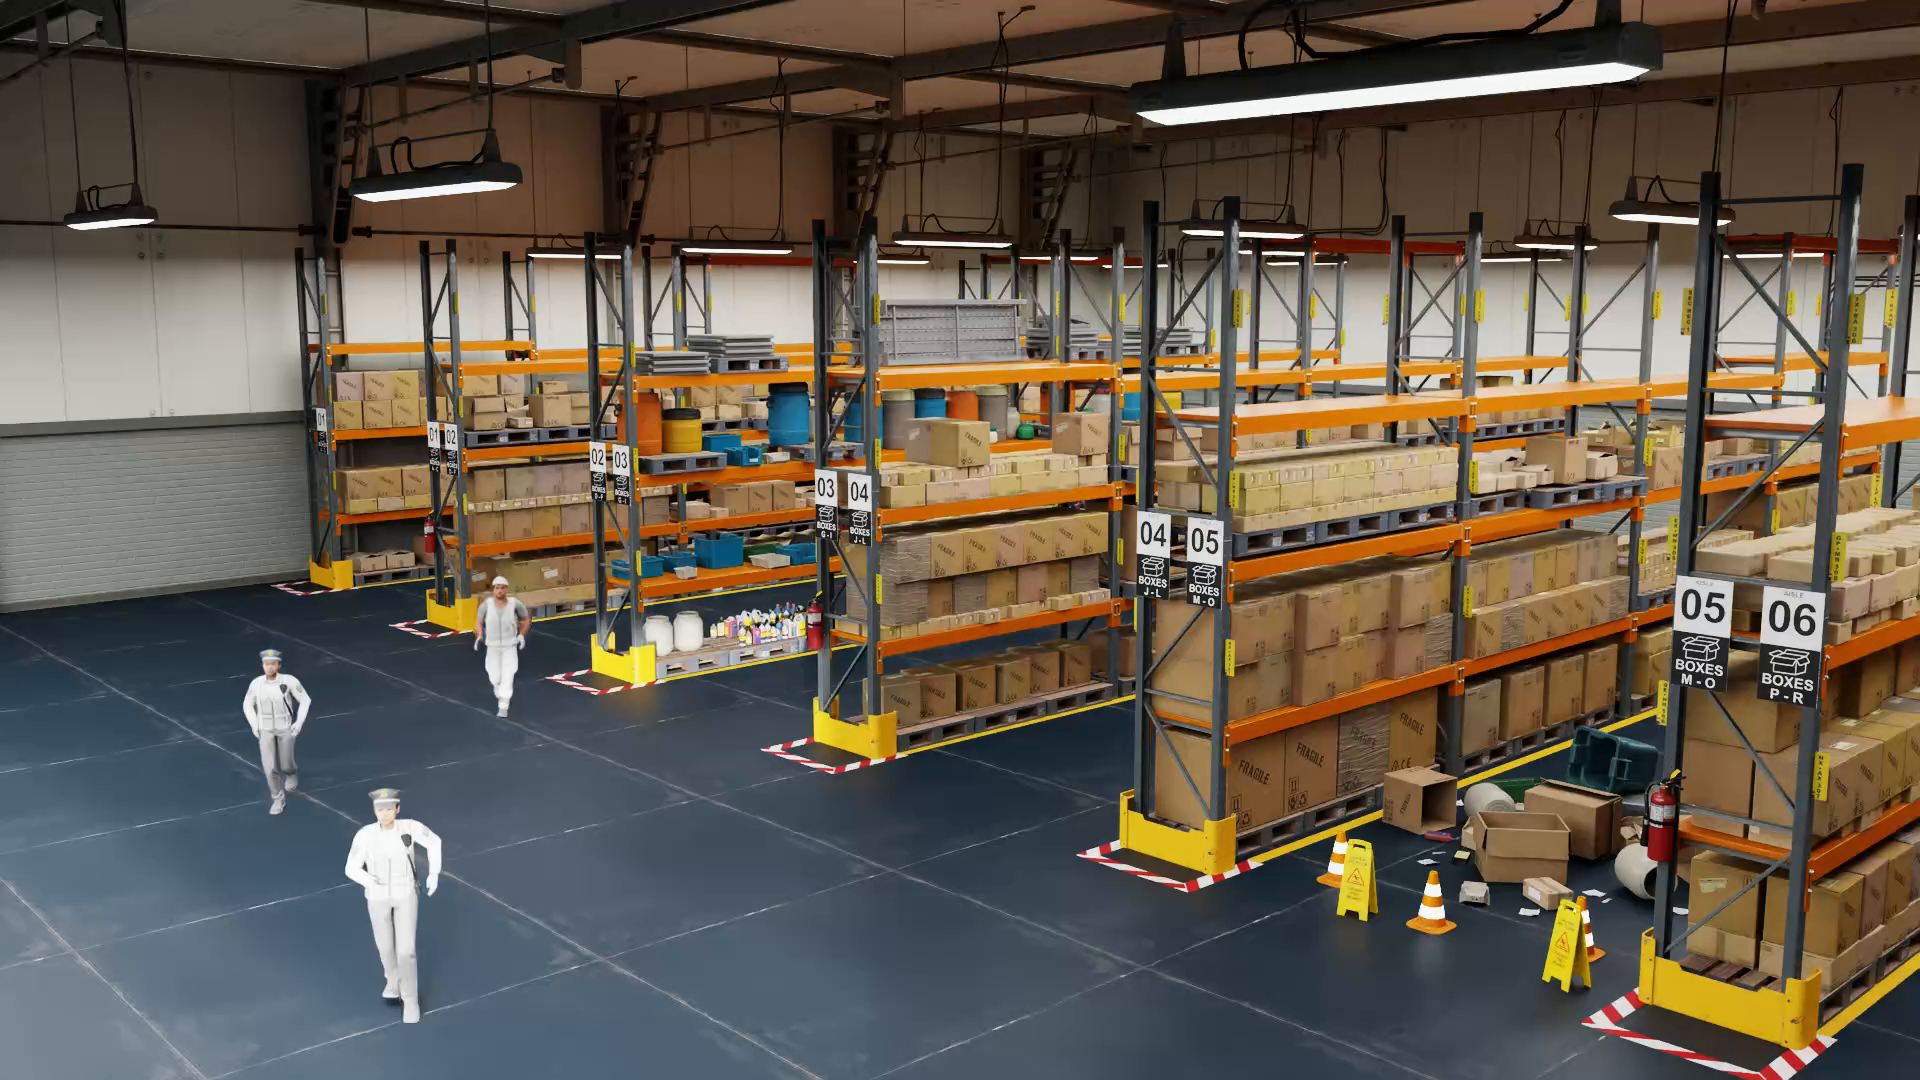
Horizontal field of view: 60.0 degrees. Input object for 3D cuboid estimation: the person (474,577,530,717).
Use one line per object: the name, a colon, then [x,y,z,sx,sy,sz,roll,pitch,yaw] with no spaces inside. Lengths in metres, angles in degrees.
person: [-5.674,1.292,20.672,0.652,1.737,0.714,-2,9,-11]

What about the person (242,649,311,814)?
person: [-6.917,1.896,16.869,0.648,1.659,0.609,-2,9,-15]

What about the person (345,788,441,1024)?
person: [-4.062,2.575,11.949,0.632,1.686,0.718,-2,9,-12]
